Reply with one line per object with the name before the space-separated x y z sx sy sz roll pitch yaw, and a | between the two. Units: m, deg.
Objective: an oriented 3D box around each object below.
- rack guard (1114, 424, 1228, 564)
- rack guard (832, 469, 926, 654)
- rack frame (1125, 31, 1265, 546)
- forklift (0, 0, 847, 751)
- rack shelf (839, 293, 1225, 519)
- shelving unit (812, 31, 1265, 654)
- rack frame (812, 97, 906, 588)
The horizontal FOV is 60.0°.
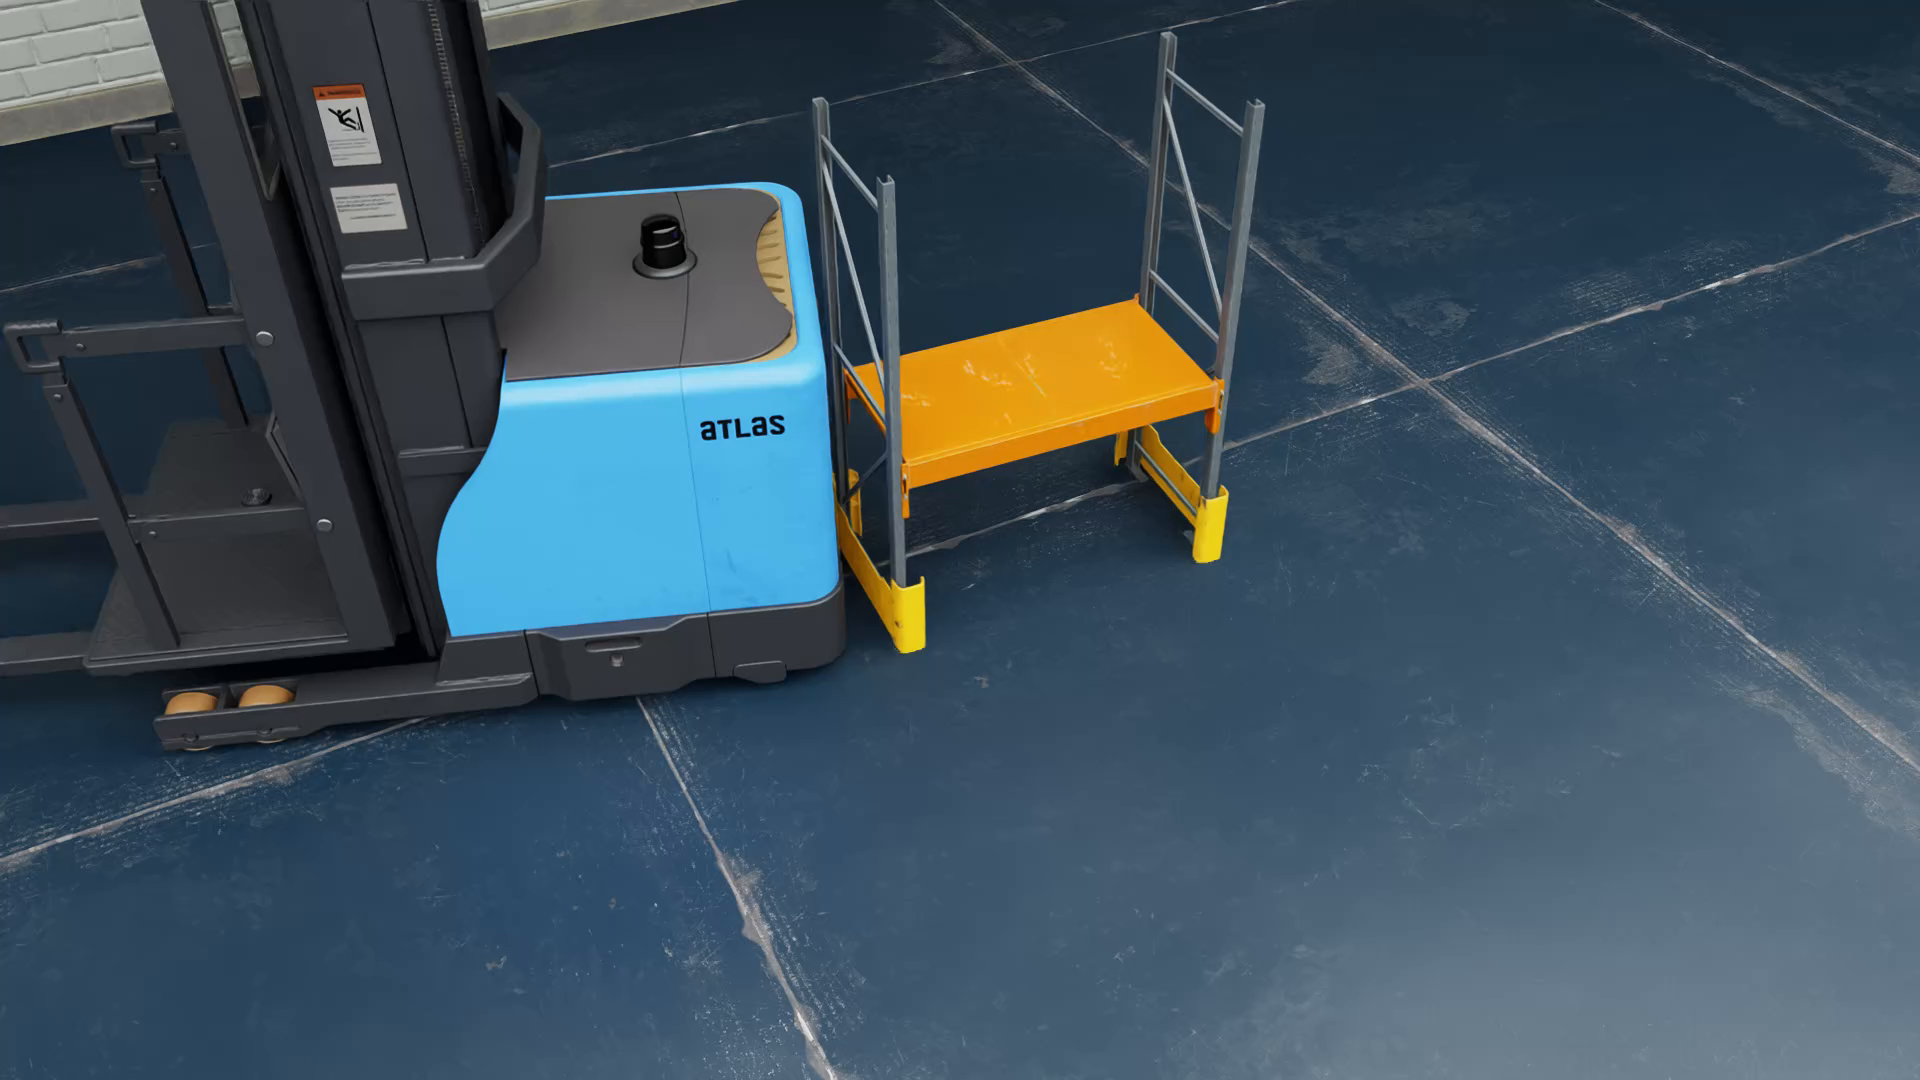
rack guard | 0.664 -0.201 5.294 0.087 0.250 0.587 -16 43 -18
rack guard | -0.249 0.056 4.990 0.087 0.250 0.587 -16 43 -18
rack frame | 0.665 -0.679 4.891 0.032 1.500 0.500 -16 43 -18
forklift | -1.886 -0.906 4.052 3.031 2.935 1.130 -5 41 -6
rack shelf | 0.199 -0.410 4.852 1.000 0.185 0.538 -16 43 -18
shelving unit | 0.207 -0.549 4.738 1.083 1.500 0.587 -16 43 -18
rack frame | -0.267 -0.416 4.580 0.032 1.500 0.500 -16 43 -18
